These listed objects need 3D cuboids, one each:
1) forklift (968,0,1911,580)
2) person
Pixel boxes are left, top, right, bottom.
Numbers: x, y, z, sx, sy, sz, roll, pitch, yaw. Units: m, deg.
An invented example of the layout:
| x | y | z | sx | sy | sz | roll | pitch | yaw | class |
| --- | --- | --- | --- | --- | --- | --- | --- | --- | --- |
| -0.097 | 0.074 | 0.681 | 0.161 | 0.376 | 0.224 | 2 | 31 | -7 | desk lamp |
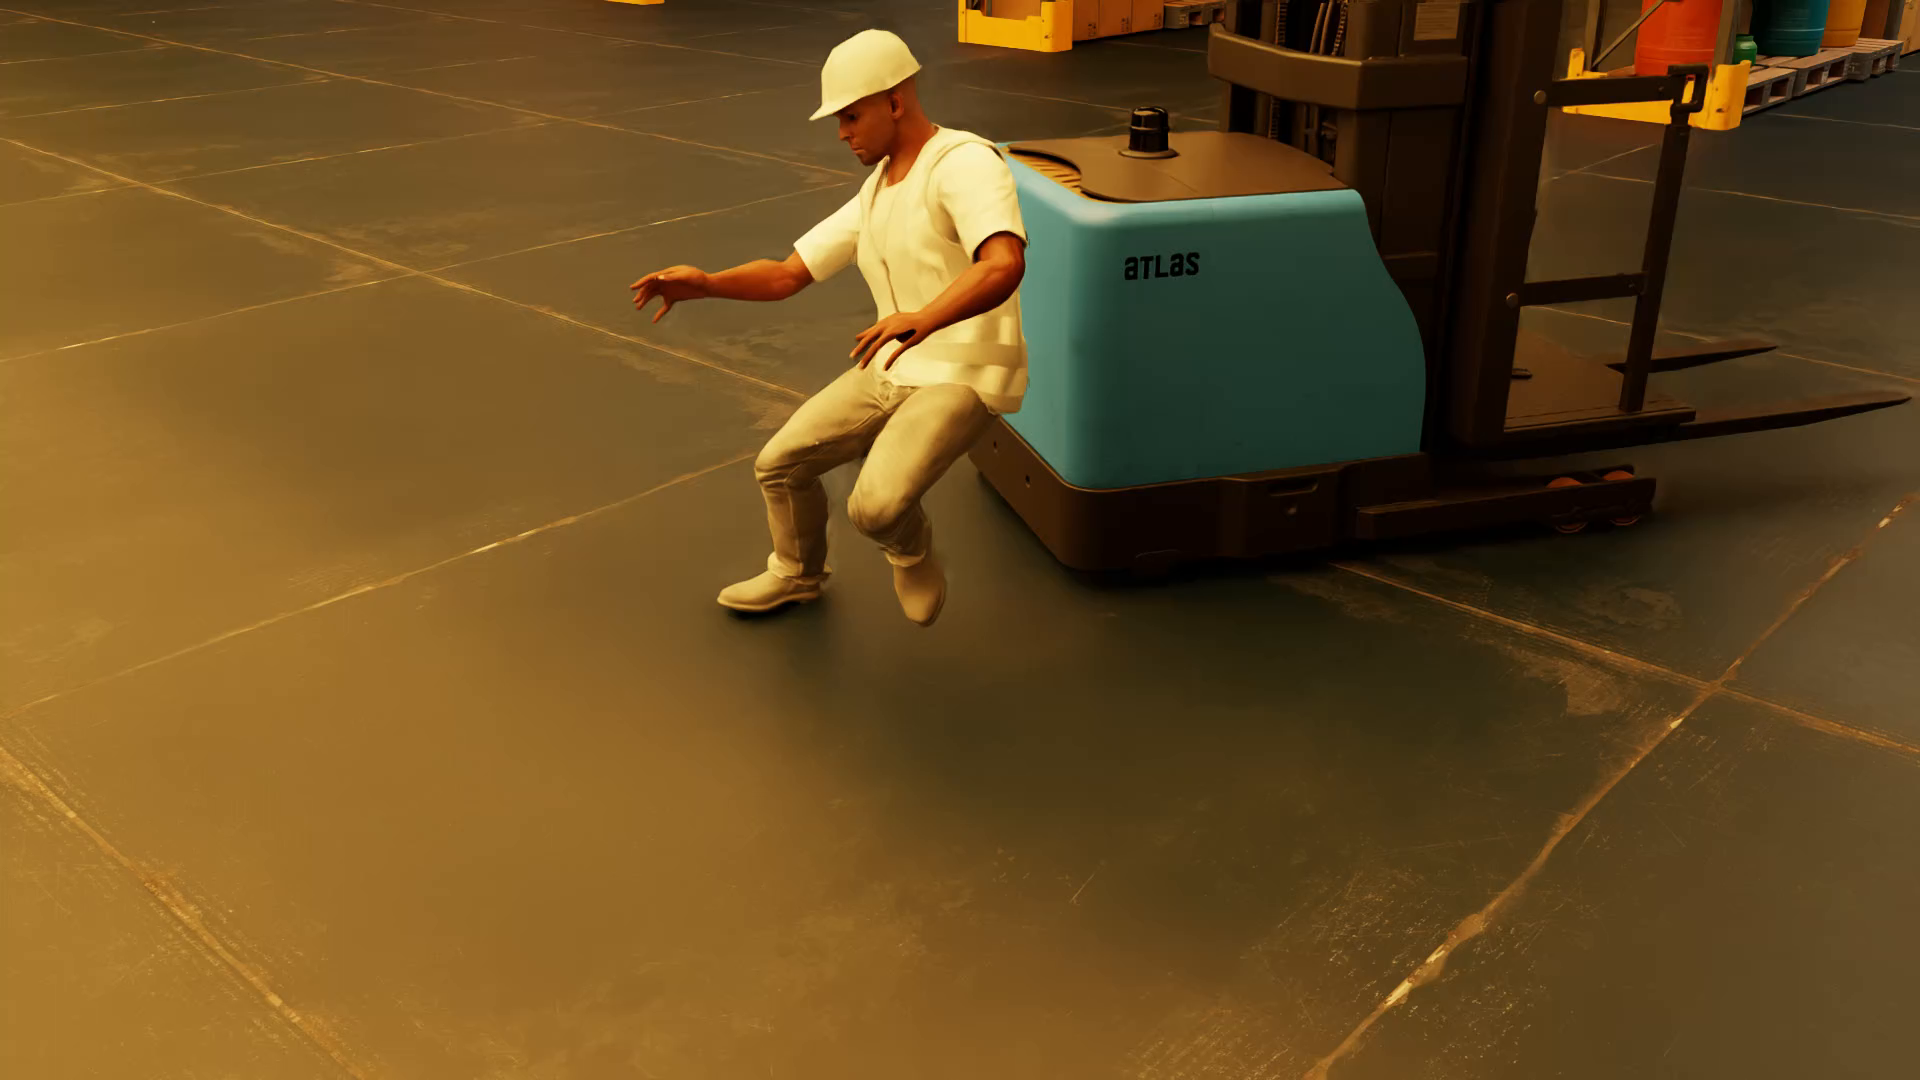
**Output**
| x | y | z | sx | sy | sz | roll | pitch | yaw | class |
| --- | --- | --- | --- | --- | --- | --- | --- | --- | --- |
| 1.602 | -1.558 | 4.879 | 3.031 | 2.935 | 1.130 | -7 | 25 | -16 | forklift |
| -0.282 | -0.410 | 4.011 | 0.832 | 1.539 | 0.868 | -15 | 28 | -30 | person |
